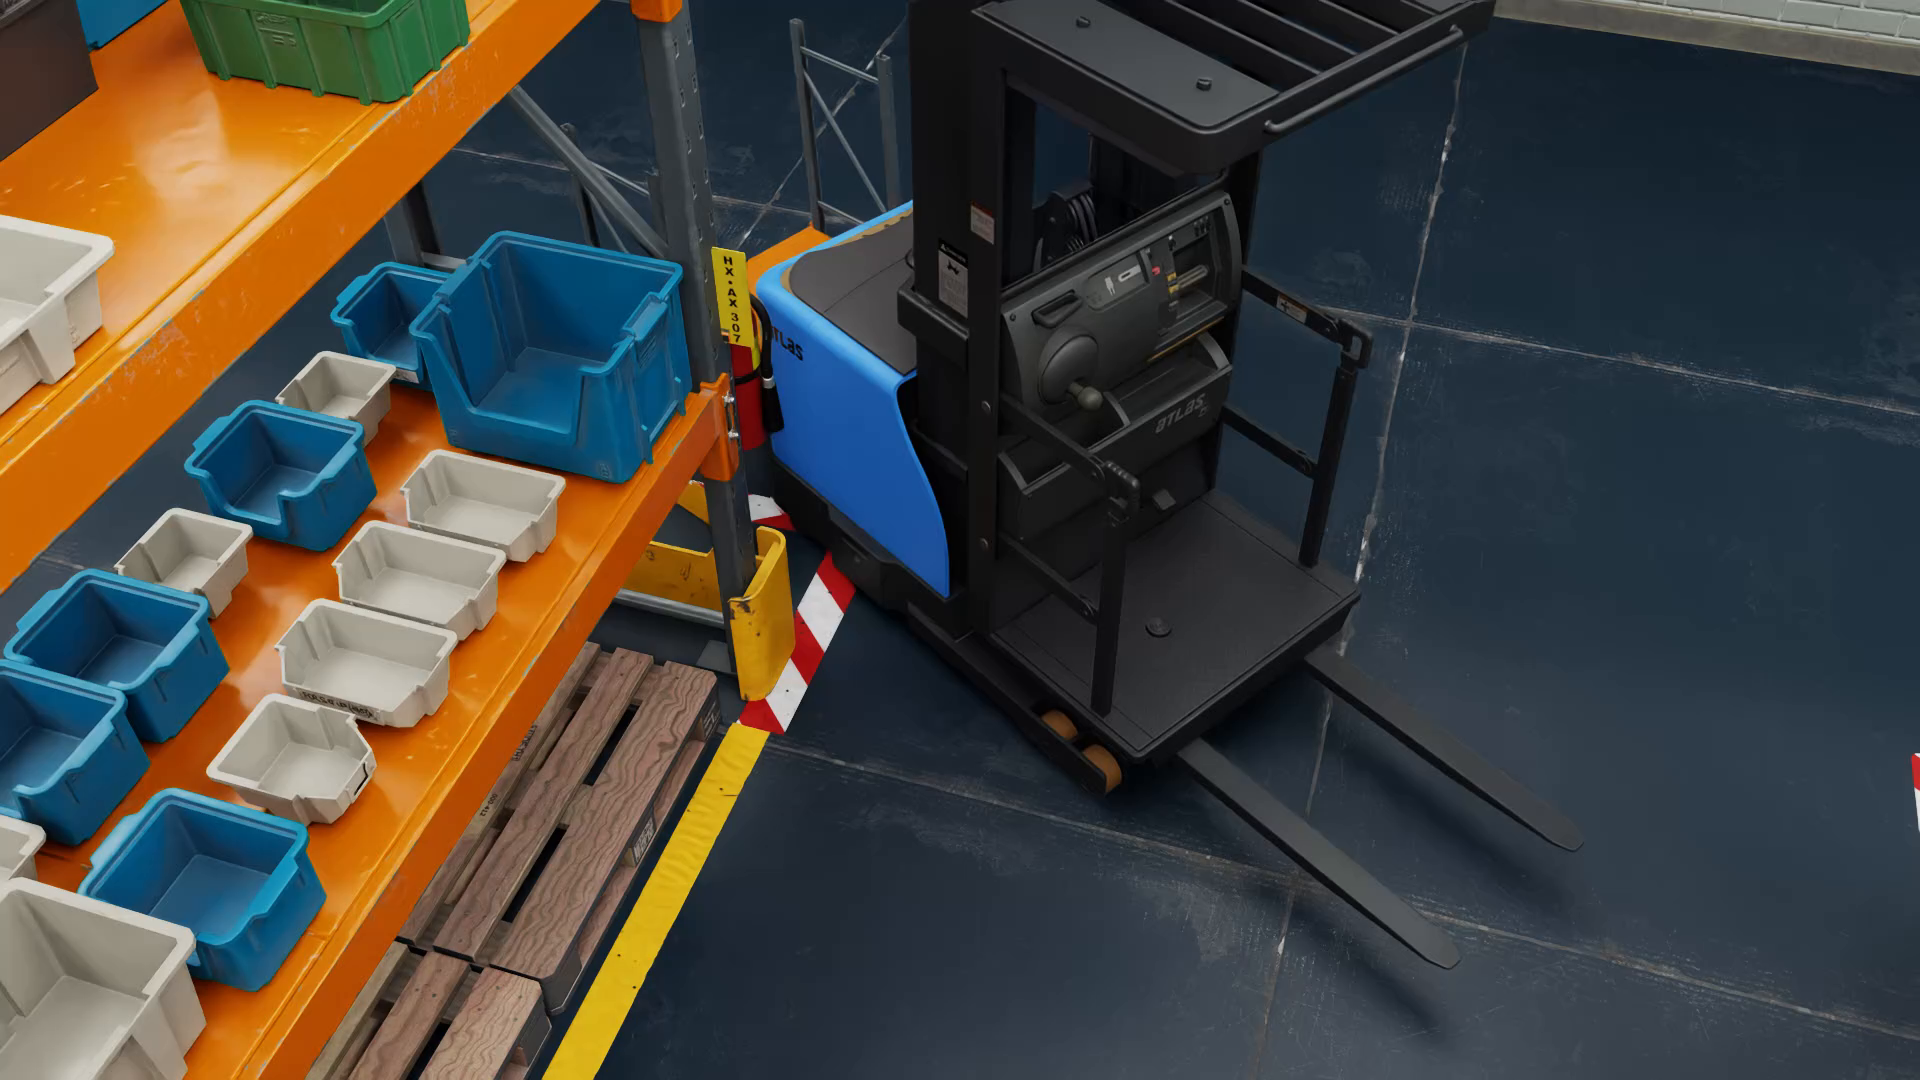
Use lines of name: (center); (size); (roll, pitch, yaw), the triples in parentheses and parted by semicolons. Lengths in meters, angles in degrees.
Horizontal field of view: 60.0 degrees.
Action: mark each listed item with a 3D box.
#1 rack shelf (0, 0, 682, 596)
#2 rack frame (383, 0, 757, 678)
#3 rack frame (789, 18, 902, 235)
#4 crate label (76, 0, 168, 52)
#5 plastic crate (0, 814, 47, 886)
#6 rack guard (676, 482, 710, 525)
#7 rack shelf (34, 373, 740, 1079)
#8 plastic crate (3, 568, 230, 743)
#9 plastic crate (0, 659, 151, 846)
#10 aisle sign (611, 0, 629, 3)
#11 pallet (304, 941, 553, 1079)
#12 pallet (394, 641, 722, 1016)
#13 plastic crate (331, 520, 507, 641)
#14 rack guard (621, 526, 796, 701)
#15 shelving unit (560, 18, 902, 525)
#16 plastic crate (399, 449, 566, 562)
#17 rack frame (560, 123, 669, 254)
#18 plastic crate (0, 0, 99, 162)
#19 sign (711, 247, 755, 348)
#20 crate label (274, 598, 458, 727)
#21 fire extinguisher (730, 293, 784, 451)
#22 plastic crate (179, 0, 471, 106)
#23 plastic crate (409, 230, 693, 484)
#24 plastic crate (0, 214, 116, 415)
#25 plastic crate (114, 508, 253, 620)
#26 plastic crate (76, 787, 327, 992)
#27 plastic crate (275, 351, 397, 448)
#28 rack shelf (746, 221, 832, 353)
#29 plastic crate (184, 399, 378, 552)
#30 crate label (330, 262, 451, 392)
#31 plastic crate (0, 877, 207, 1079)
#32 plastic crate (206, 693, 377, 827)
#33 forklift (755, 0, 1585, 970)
rack shelf: (-1.773, -0.210, 2.689); (1.077, 0.370, 4.000); (13, 46, 13)
rack frame: (-1.167, -0.728, 4.849); (1.000, 3.000, 0.127); (13, 46, 13)
rack frame: (-0.399, -1.222, 6.404); (0.500, 1.500, 0.032); (32, 52, 32)
crate label: (-1.755, -1.200, 3.294); (0.408, 0.251, 0.502); (13, 46, 13)
plastic crate: (-2.138, 0.787, 3.447); (0.293, 0.136, 0.466); (13, 46, 13)
rack guard: (-1.064, -0.256, 6.308); (0.587, 0.250, 0.087); (32, 52, 32)
rack shelf: (-1.773, 0.862, 3.739); (1.077, 0.370, 4.000); (13, 46, 13)
plastic crate: (-1.954, 0.283, 3.893); (0.416, 0.233, 0.300); (13, 46, 13)
plastic crate: (-2.045, 0.483, 3.689); (0.416, 0.233, 0.300); (13, 46, 13)
aisle sign: (-0.866, -1.643, 3.926); (0.394, 0.787, 0.004); (13, 46, 13)
pallet: (-1.825, 1.621, 4.443); (1.003, 0.211, 1.213); (13, 46, 13)
pallet: (-1.454, 0.810, 5.271); (1.003, 0.211, 1.213); (13, 46, 13)
plastic crate: (-1.343, 0.117, 4.132); (0.396, 0.136, 0.243); (13, 46, 13)
rack guard: (-1.172, 0.147, 5.743); (1.175, 0.500, 0.348); (13, 46, 13)
shelving unit: (-0.745, -0.971, 6.147); (0.587, 1.500, 1.083); (32, 52, 32)
plastic crate: (-1.242, -0.073, 4.326); (0.396, 0.136, 0.243); (13, 46, 13)
rack frame: (-1.104, -0.710, 5.880); (0.500, 1.500, 0.032); (32, 52, 32)
plastic crate: (-1.892, -0.818, 2.841); (0.504, 0.338, 0.767); (13, 46, 13)
sign: (-0.638, -0.681, 4.684); (0.100, 0.325, 0.005); (13, 46, 13)
crate label: (-1.404, 0.308, 3.937); (0.396, 0.136, 0.243); (13, 46, 13)
fire extinguisher: (-0.688, -0.571, 5.011); (0.296, 0.674, 0.183); (13, 46, 13)
plastic crate: (-1.194, -1.006, 3.141); (0.450, 0.188, 0.336); (13, 46, 13)
plastic crate: (-1.091, -0.499, 4.547); (0.616, 0.435, 0.499); (13, 46, 13)
plastic crate: (-1.556, -0.276, 2.431); (0.437, 0.136, 0.530); (13, 46, 13)
plastic crate: (-1.937, 0.088, 4.161); (0.250, 0.136, 0.298); (13, 46, 13)
plastic crate: (-1.545, 0.734, 3.432); (0.416, 0.233, 0.300); (13, 46, 13)
plastic crate: (-1.732, -0.364, 4.623); (0.250, 0.136, 0.298); (13, 46, 13)
rack shelf: (-0.744, -0.833, 6.263); (0.538, 0.185, 1.000); (32, 52, 32)
plastic crate: (-1.755, -0.156, 4.342); (0.416, 0.233, 0.300); (13, 46, 13)
crate label: (-1.556, -0.595, 4.790); (0.416, 0.233, 0.303); (13, 46, 13)
plastic crate: (-1.741, 0.980, 3.145); (0.437, 0.282, 0.530); (13, 46, 13)
plastic crate: (-1.476, 0.509, 3.731); (0.298, 0.136, 0.250); (13, 46, 13)
forklift: (0.635, -0.625, 4.793); (1.130, 2.935, 3.031); (-31, 52, -28)
